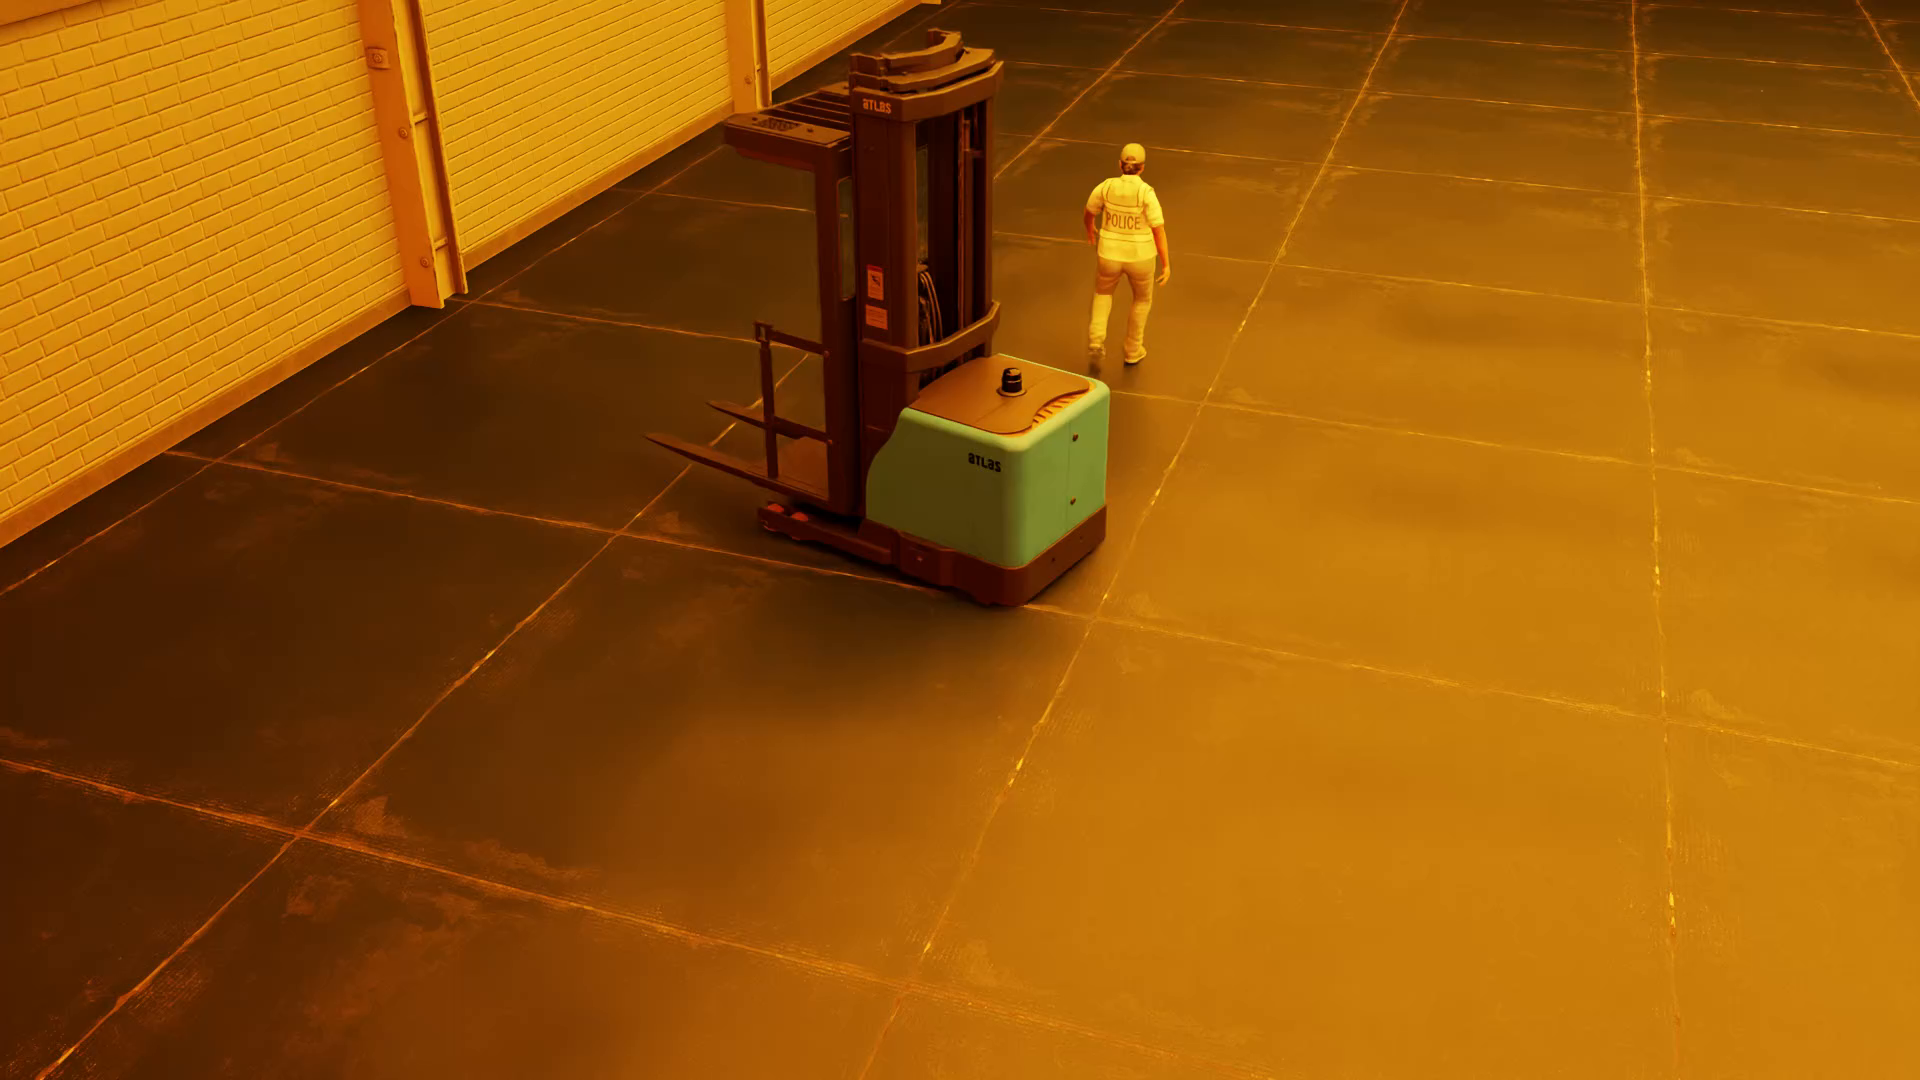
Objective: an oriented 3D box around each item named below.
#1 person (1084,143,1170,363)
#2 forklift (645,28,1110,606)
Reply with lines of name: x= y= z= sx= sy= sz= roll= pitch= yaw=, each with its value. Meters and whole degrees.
person: x=1.200 y=-2.047 z=12.034 sx=0.719 sy=1.648 sz=0.548 roll=11 pitch=31 yaw=18
forklift: x=-0.625 y=-1.465 z=9.706 sx=3.031 sy=2.935 sz=1.130 roll=19 pitch=35 yaw=30
